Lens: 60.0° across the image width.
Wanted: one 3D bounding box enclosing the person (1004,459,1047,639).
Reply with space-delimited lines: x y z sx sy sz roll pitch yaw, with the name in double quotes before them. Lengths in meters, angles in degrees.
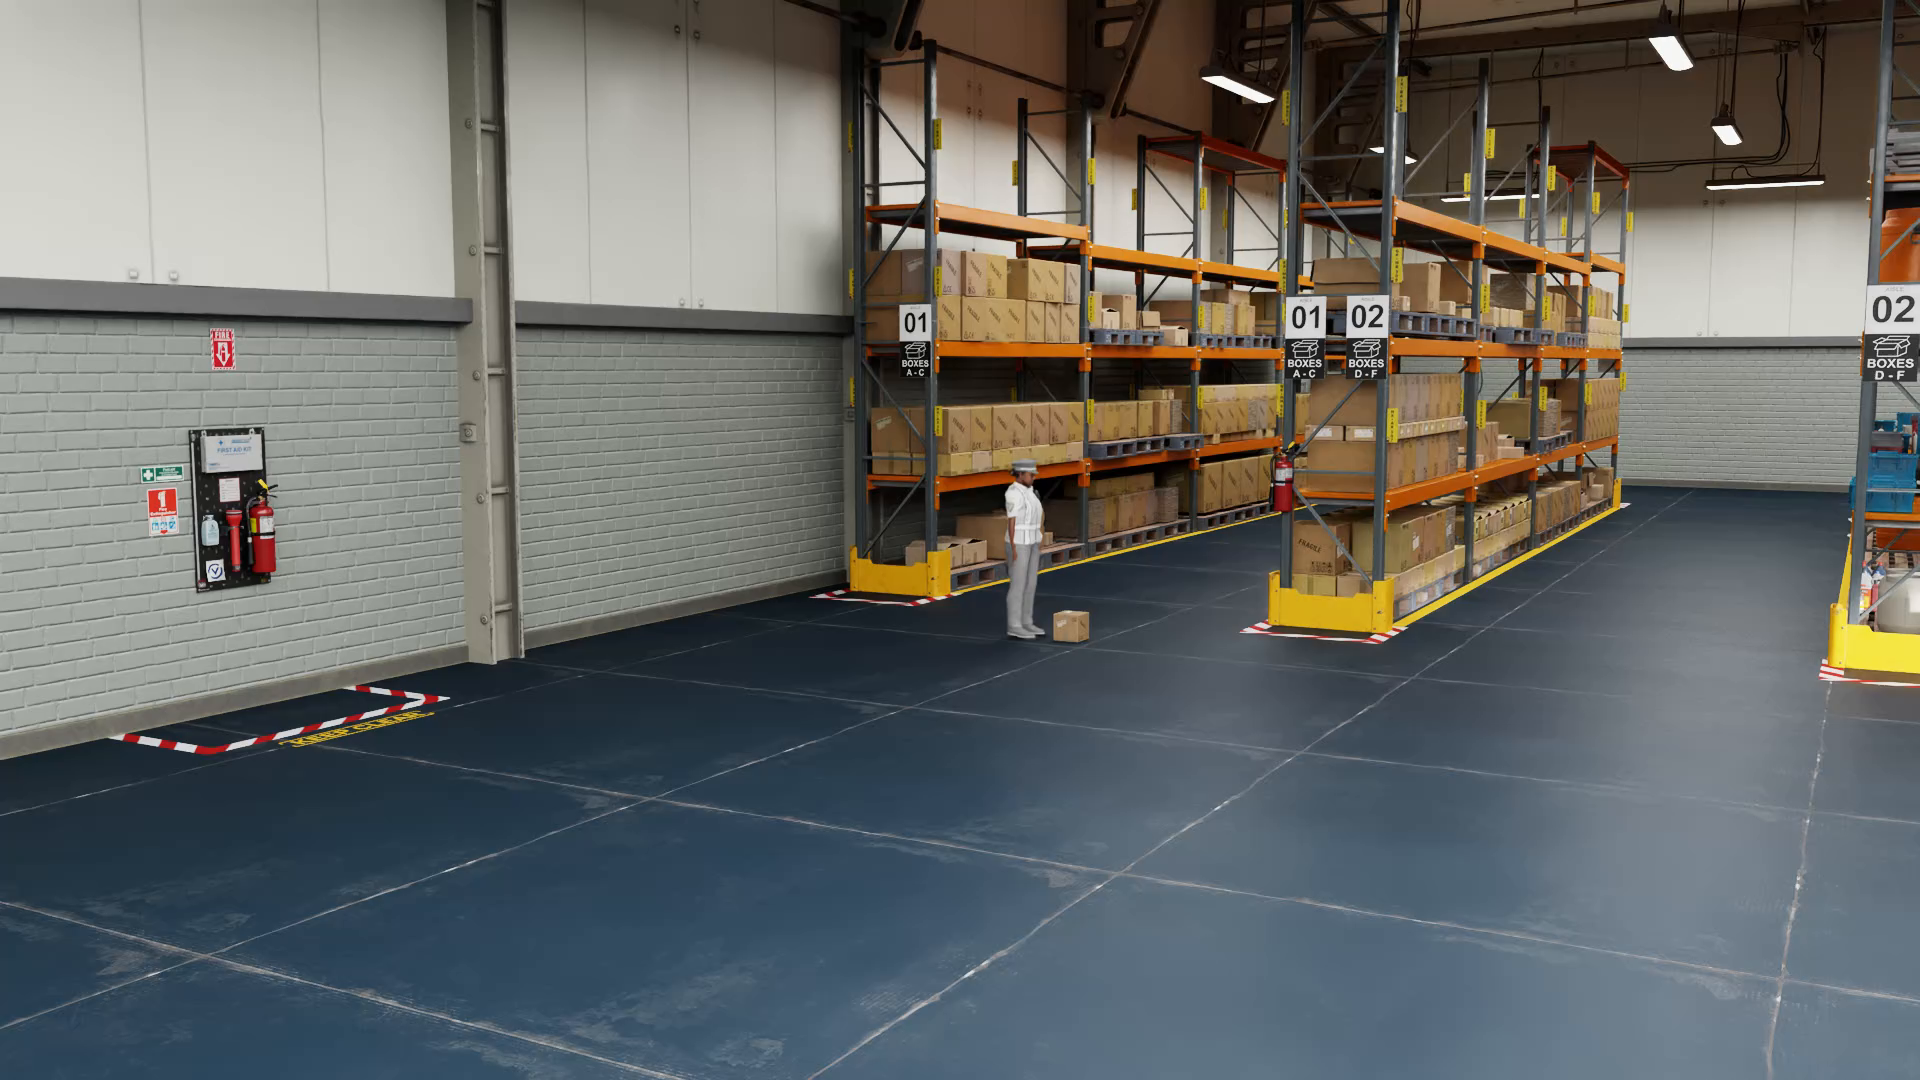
"person" 0.615 0.071 15.632 0.355 1.668 0.443 3 7 29
